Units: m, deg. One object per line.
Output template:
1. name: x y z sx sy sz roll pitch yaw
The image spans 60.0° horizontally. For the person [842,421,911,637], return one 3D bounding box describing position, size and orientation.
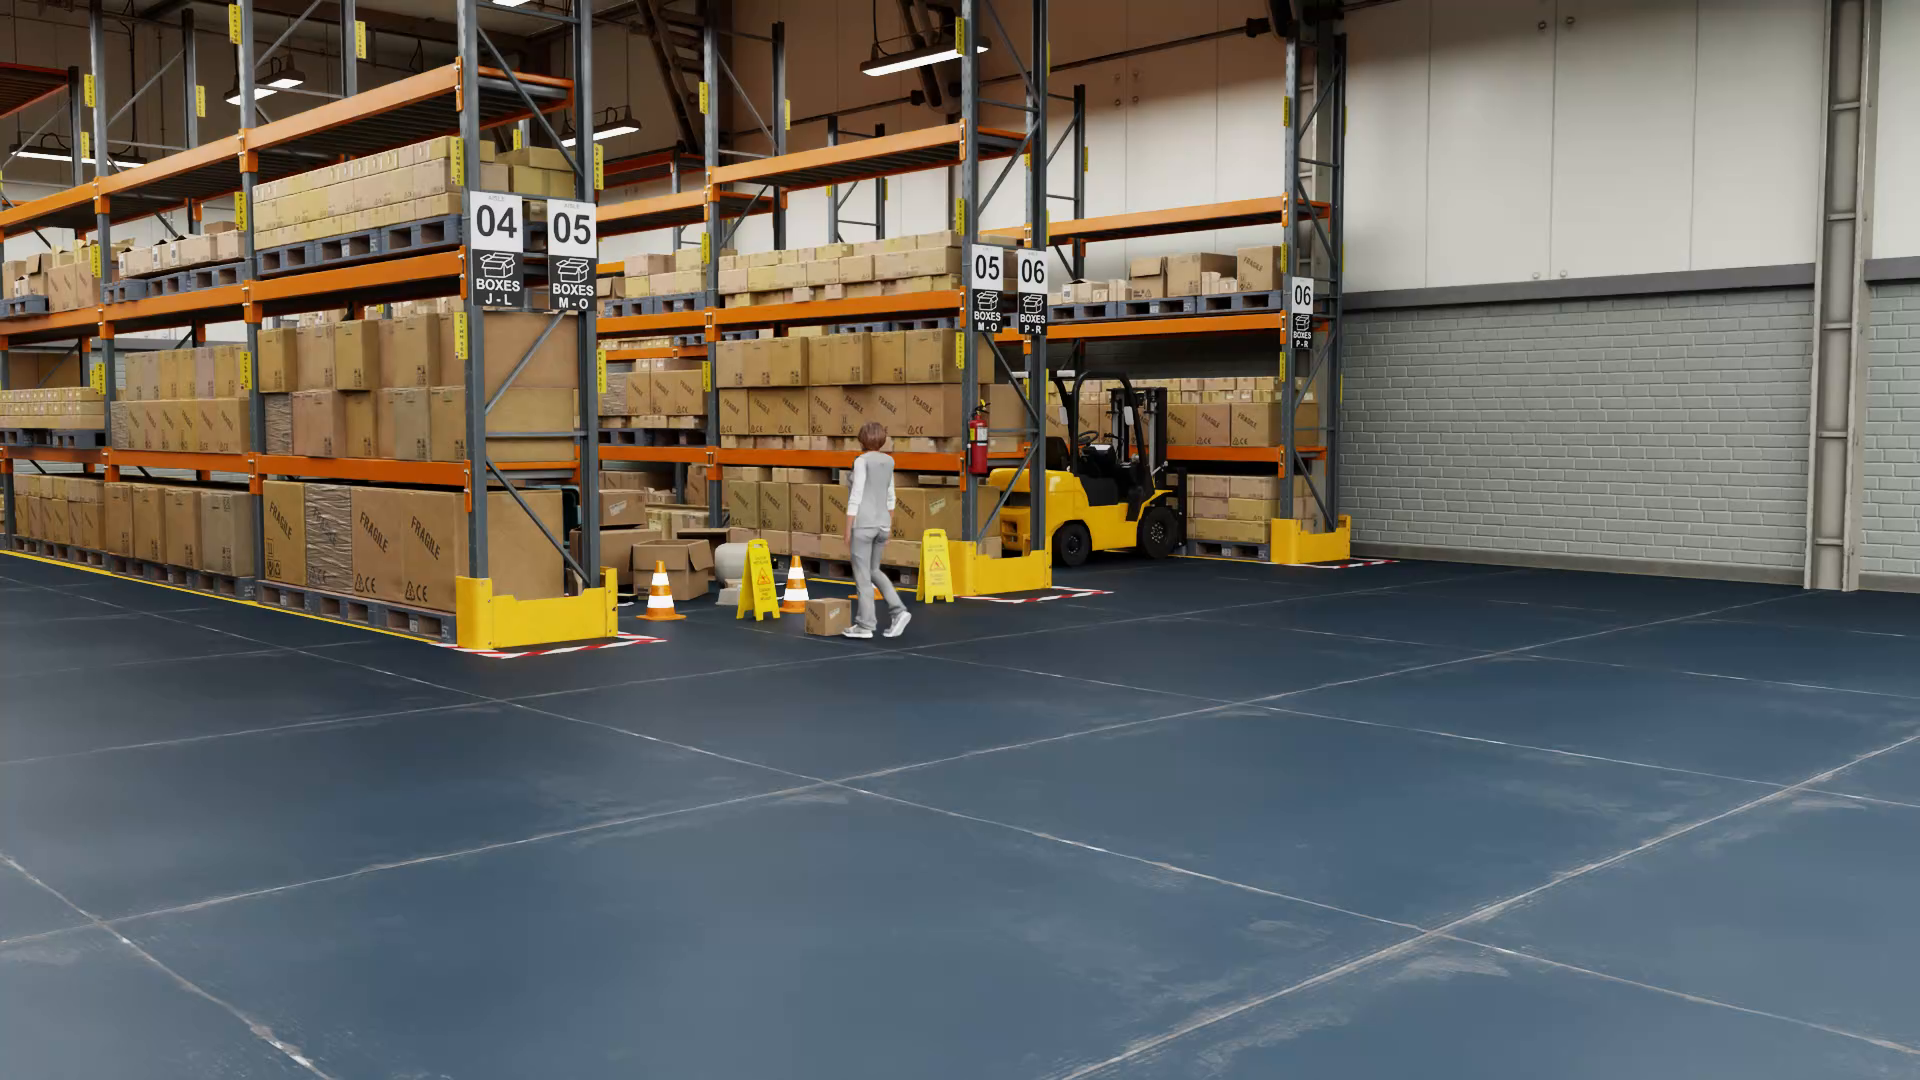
1. person: -0.660 -0.075 12.172 0.467 1.592 0.444 3 5 38
